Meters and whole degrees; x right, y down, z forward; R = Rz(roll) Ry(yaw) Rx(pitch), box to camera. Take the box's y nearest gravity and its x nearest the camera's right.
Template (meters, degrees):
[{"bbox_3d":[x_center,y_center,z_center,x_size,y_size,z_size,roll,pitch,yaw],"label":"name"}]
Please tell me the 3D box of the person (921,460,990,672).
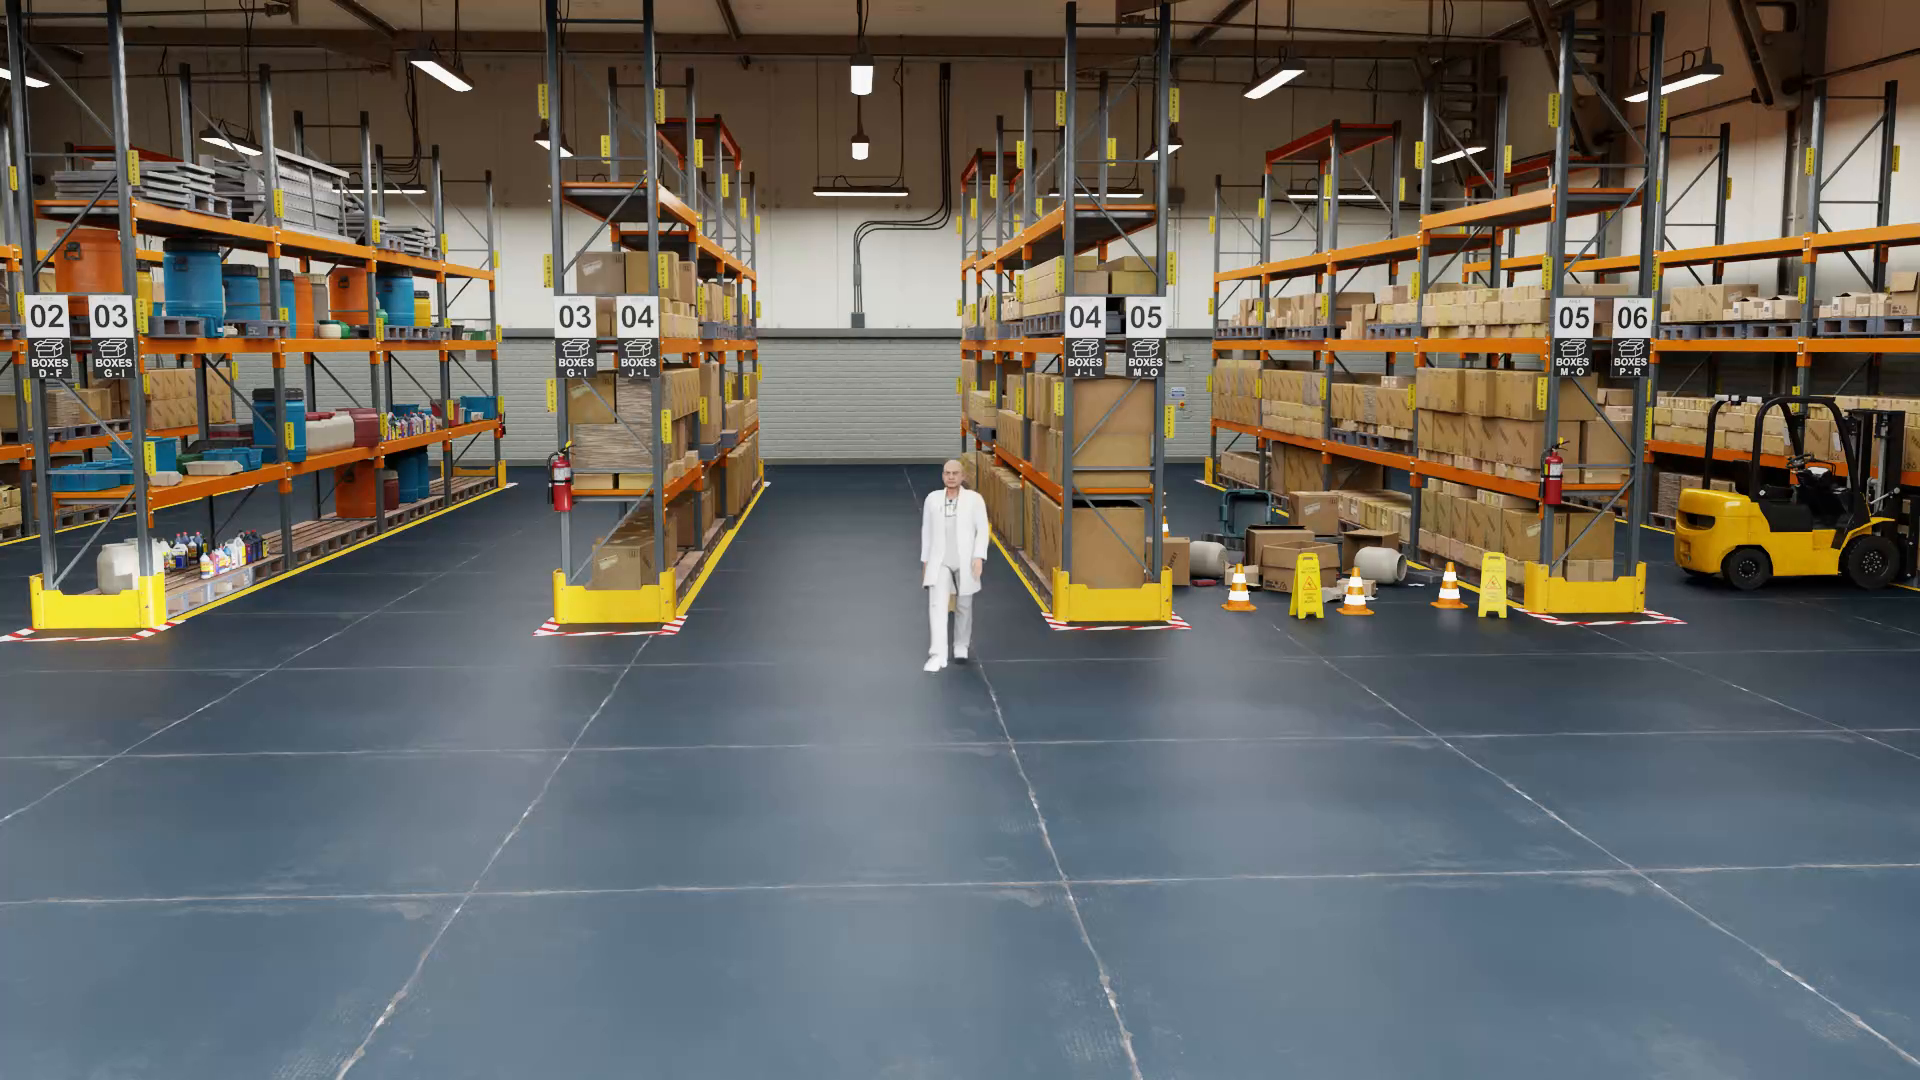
[{"bbox_3d":[-0.060,0.197,13.973,0.607,1.727,1.096,1,7,6],"label":"person"}]
